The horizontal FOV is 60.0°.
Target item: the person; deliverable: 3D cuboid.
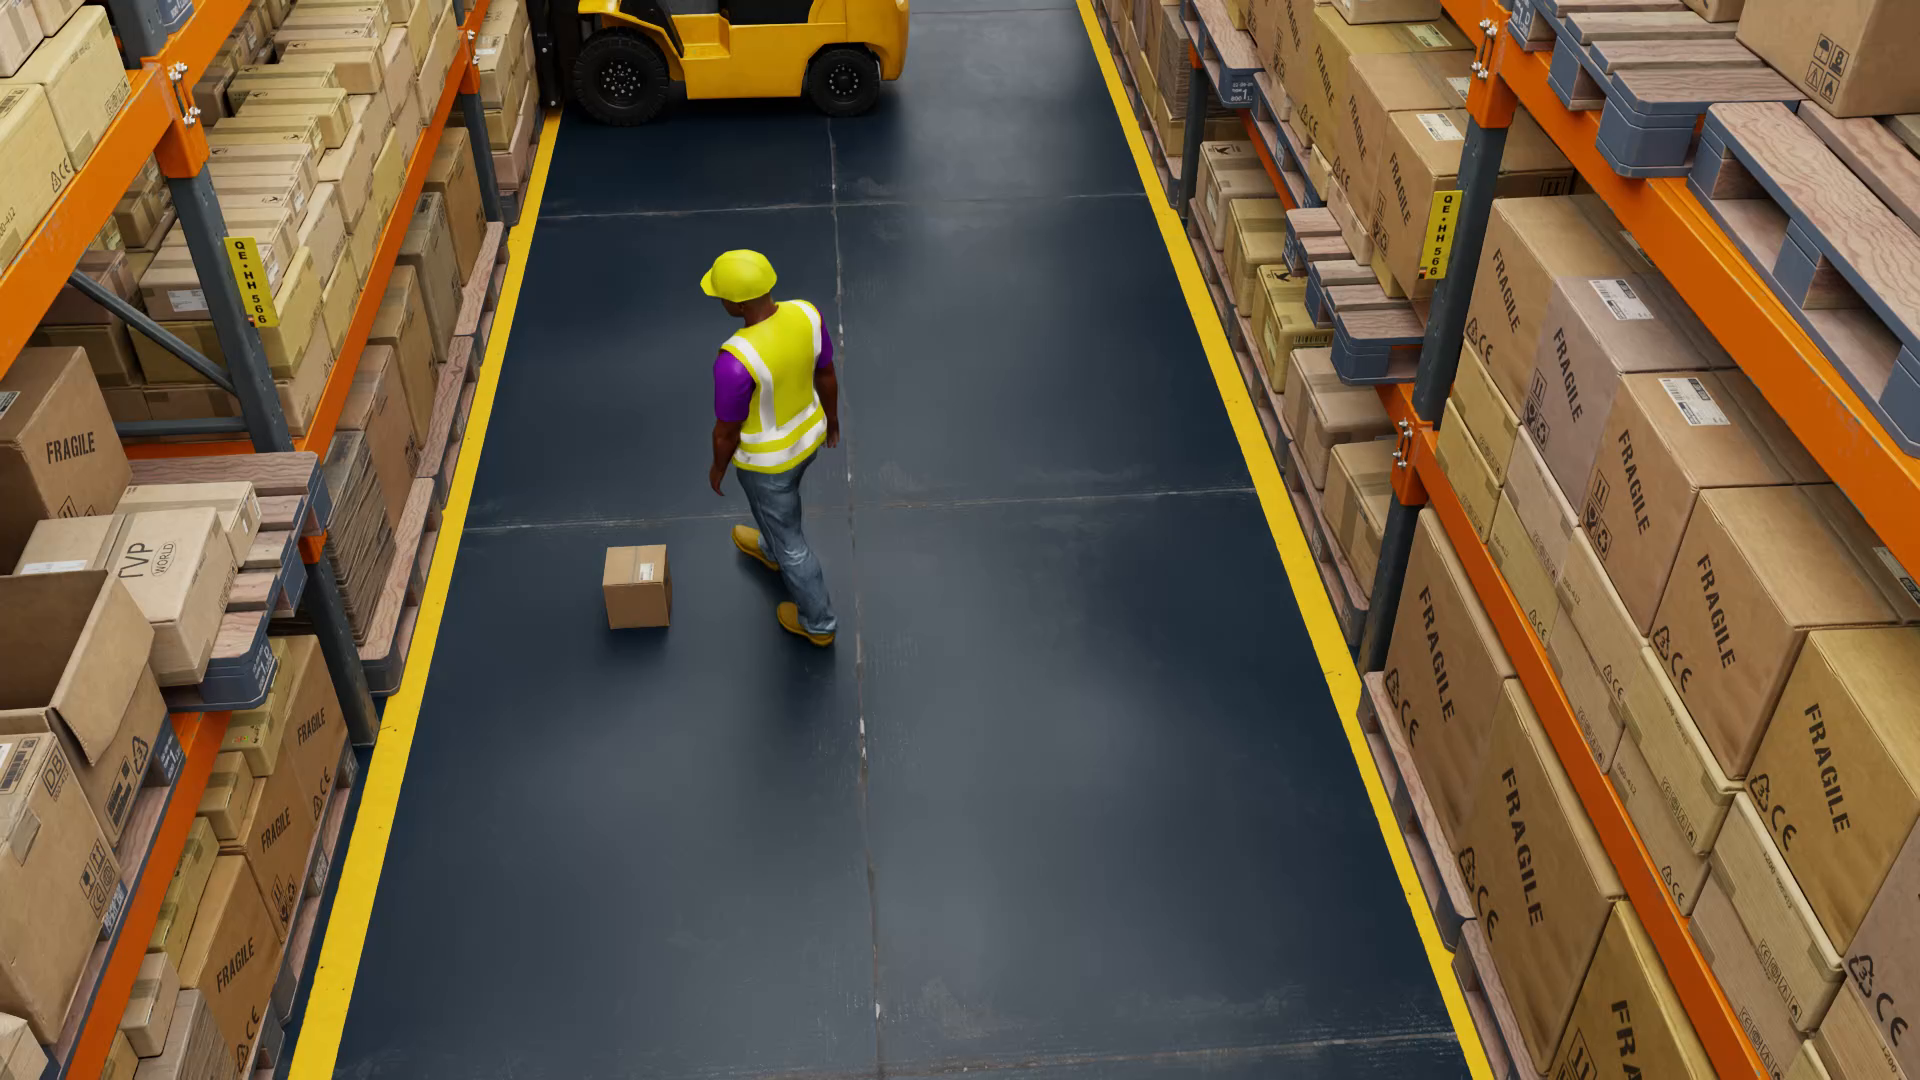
[{"bbox_3d":[-0.795,-0.418,6.631,0.782,1.743,0.614,22,44,25],"label":"person"}]
